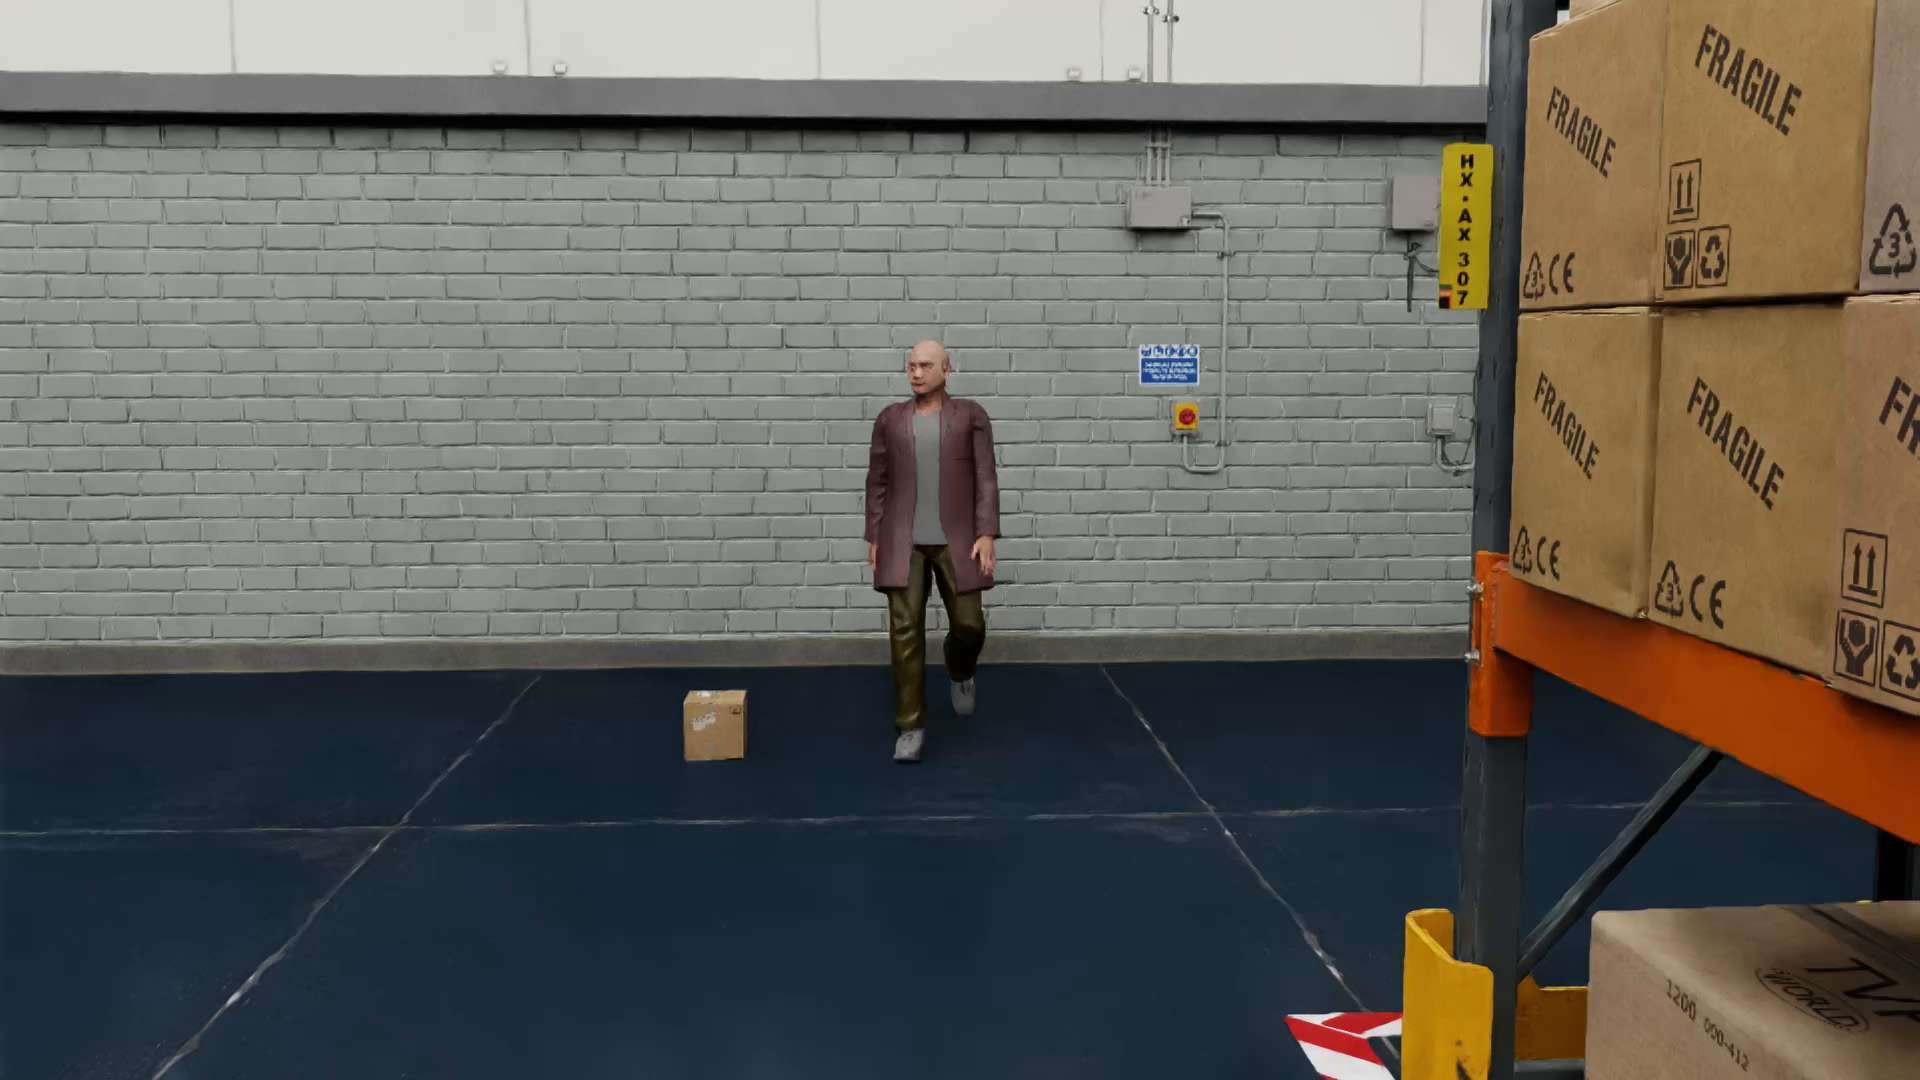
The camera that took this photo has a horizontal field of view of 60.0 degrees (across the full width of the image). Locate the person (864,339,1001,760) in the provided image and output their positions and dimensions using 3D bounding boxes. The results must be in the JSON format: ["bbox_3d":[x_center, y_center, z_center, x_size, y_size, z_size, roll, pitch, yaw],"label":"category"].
[{"bbox_3d":[-0.128,0.016,7.221,0.617,1.764,0.819,1,7,5],"label":"person"}]
